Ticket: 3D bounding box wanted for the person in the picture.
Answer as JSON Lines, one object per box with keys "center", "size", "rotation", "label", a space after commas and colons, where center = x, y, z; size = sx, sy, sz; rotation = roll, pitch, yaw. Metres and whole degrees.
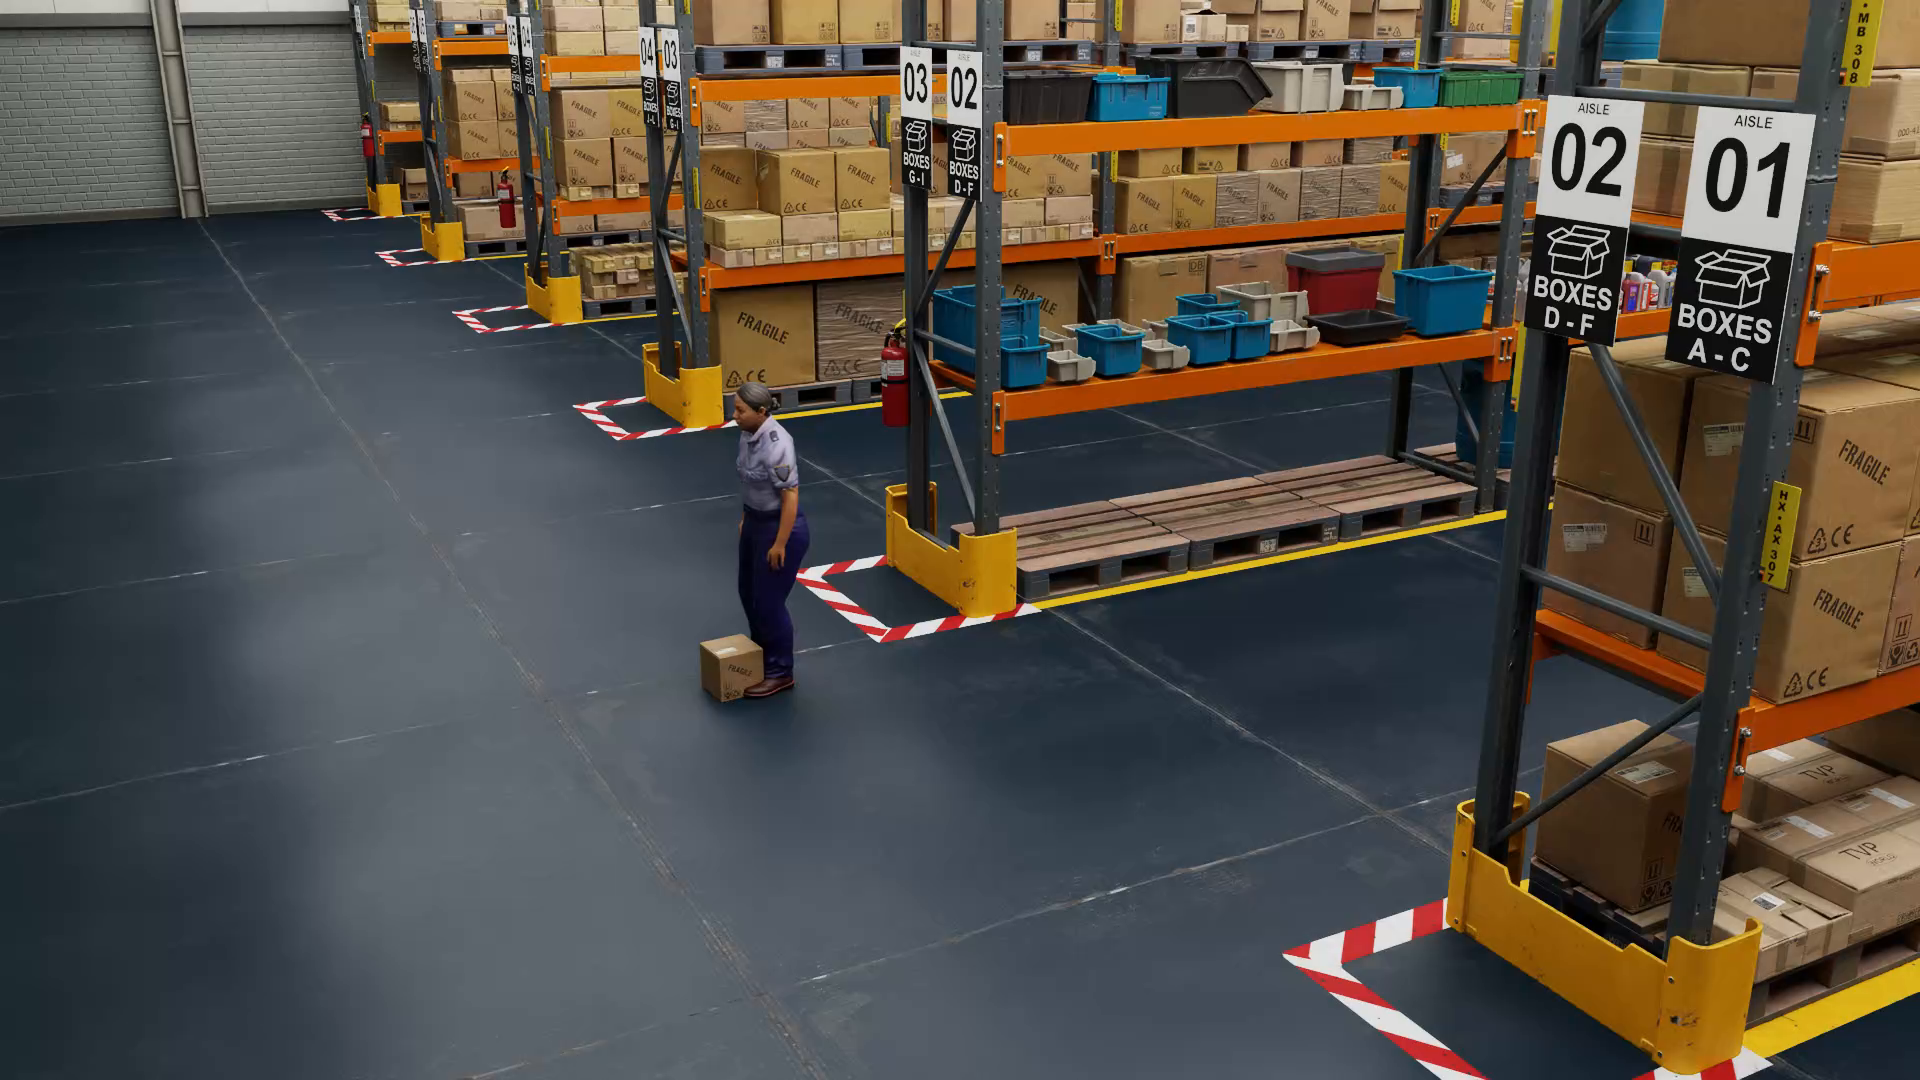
{"center": [-1.016, -0.026, 8.648], "size": [0.413, 1.652, 0.538], "rotation": [-10, 21, -26], "label": "person"}
